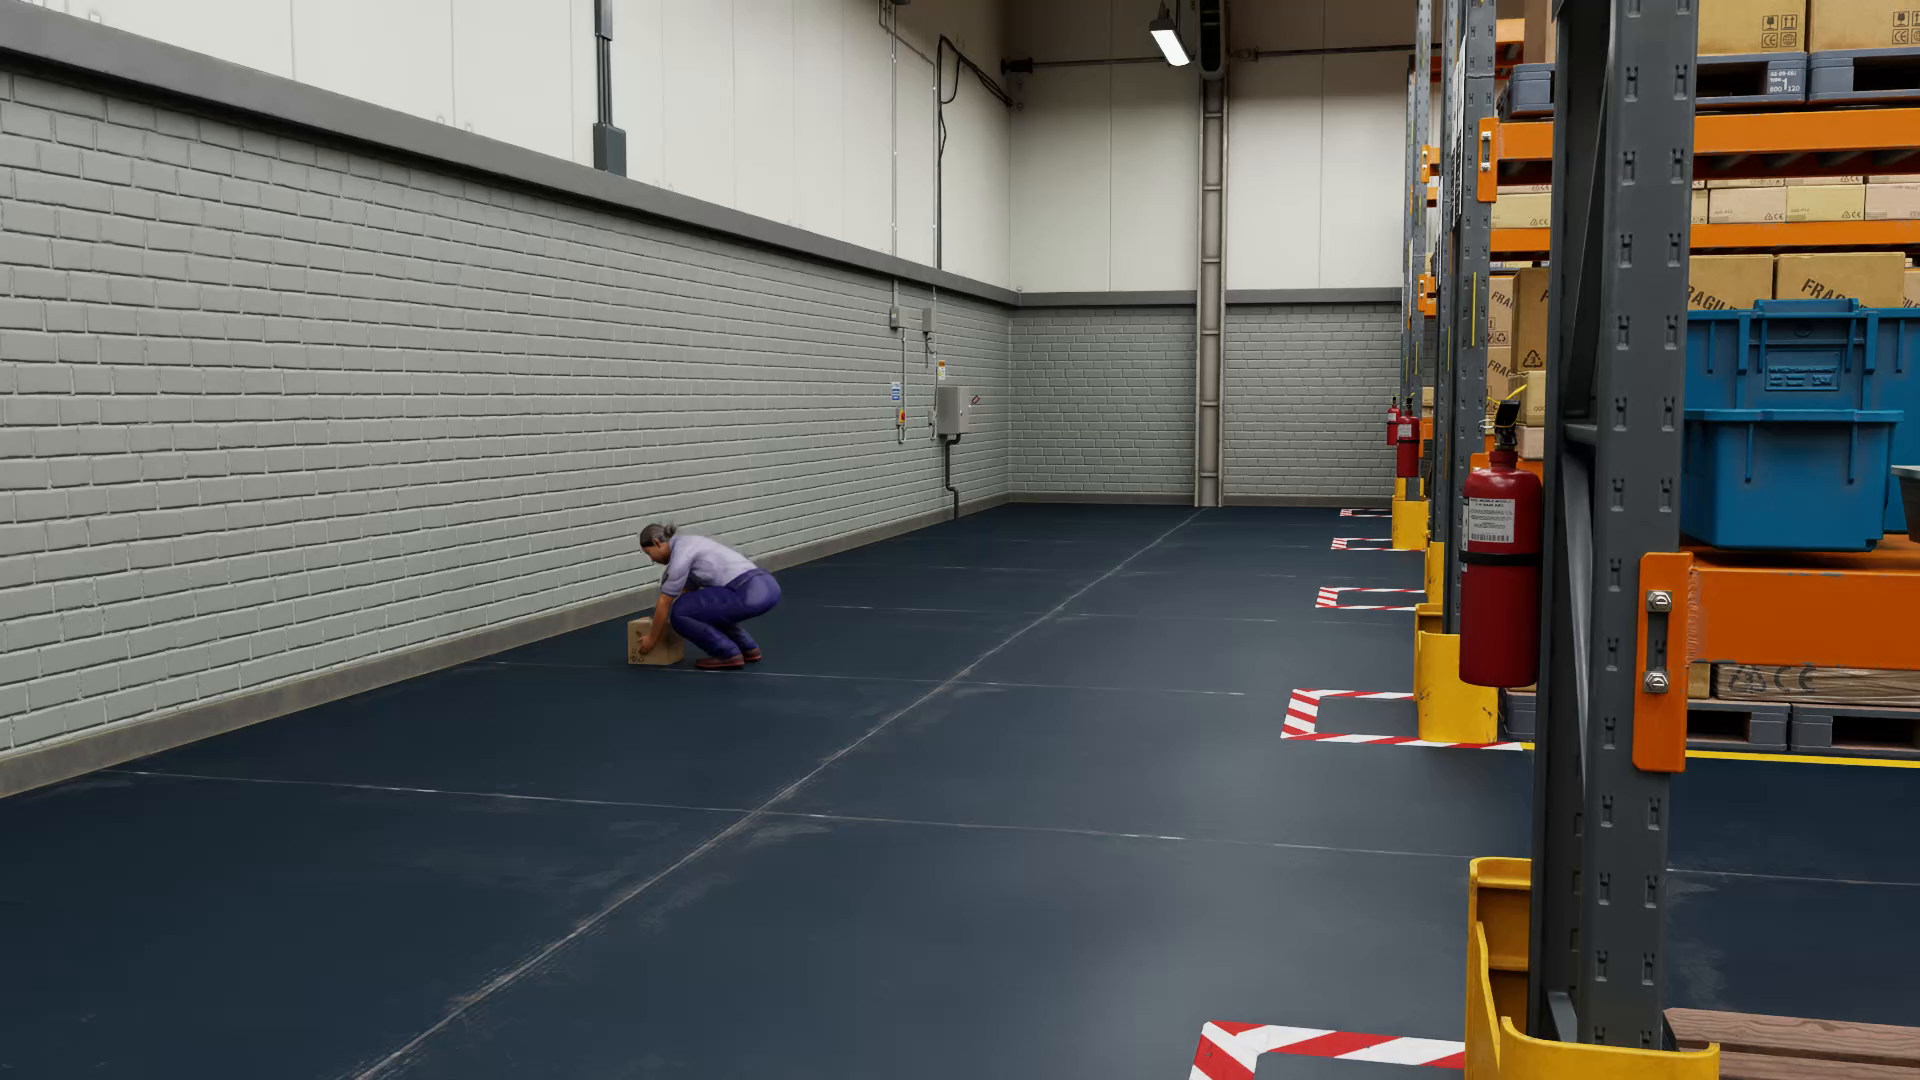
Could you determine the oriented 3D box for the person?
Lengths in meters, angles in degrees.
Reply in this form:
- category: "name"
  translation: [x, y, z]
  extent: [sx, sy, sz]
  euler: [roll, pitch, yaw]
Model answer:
- category: "person"
  translation: [-1.489, 0.331, 9.851]
  extent: [0.824, 0.830, 0.523]
  euler: [1, 5, 14]
